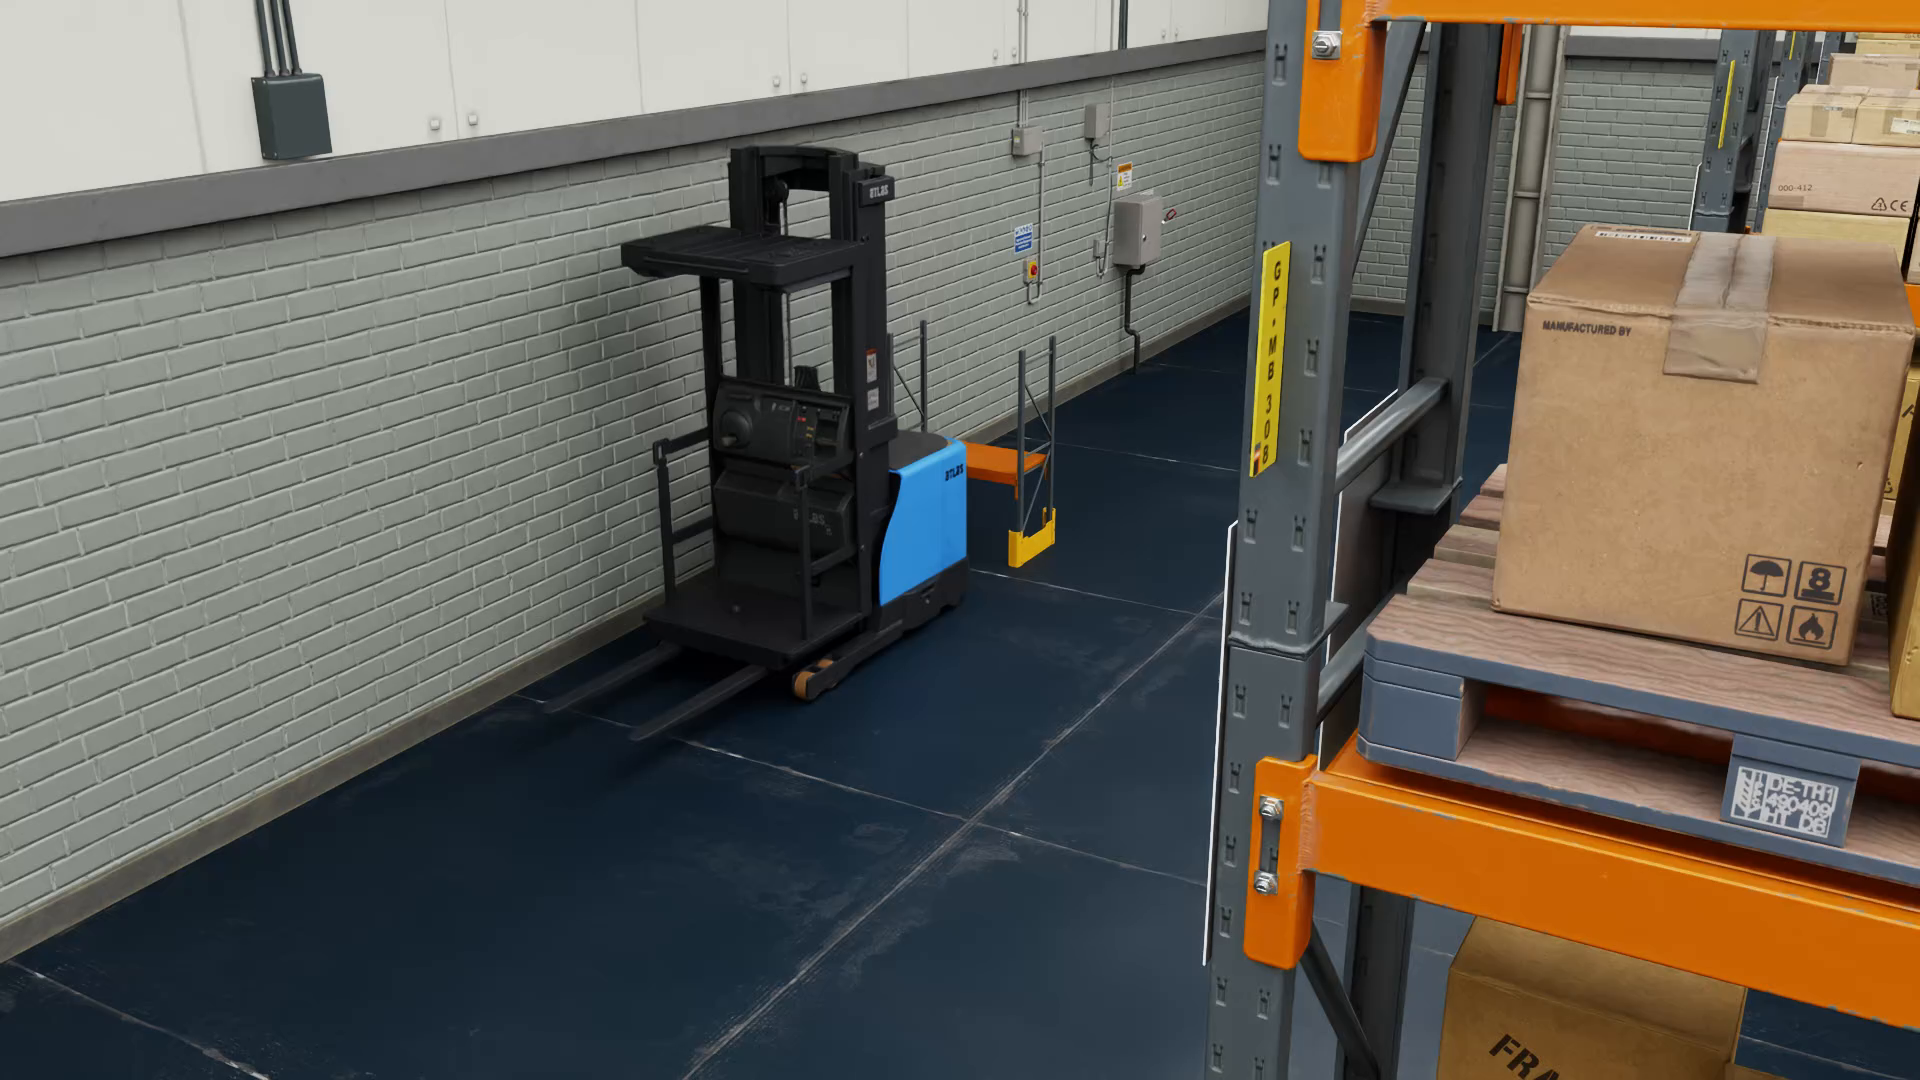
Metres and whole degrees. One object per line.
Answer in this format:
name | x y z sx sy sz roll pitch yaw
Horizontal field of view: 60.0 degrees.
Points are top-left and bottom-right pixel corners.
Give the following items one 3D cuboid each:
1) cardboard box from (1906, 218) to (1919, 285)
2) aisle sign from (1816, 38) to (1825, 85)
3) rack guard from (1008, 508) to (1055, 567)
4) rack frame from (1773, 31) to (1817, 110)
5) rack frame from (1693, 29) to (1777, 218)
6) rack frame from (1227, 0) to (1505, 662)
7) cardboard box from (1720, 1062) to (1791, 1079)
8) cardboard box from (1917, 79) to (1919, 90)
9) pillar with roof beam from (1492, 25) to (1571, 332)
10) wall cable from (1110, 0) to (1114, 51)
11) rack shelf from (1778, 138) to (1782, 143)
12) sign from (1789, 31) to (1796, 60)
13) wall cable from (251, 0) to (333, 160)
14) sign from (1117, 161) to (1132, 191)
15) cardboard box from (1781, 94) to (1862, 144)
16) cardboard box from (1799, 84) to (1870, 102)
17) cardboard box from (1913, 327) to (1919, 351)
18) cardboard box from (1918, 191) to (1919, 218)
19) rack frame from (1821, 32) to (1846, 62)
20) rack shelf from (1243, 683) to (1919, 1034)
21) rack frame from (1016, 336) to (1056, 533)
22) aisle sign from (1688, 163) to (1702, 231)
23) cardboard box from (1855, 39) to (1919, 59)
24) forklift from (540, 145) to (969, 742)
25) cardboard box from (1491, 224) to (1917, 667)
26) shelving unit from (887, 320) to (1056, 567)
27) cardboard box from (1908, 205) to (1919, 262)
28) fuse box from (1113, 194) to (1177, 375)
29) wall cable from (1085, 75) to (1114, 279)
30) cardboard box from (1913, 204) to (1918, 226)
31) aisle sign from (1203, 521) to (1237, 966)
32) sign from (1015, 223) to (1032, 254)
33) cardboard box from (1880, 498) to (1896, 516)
cardboard box | 3.951 -1.122 6.381 0.500 0.250 0.500 12 23 29
aisle sign | 7.767 -4.137 15.059 0.004 0.787 0.394 11 23 27
rack guard | 0.501 -0.022 11.559 0.087 0.250 0.587 11 23 27
rack frame | 5.552 -4.333 10.614 0.127 3.000 1.000 11 23 27
rack frame | 3.226 -2.843 6.505 0.127 3.000 1.000 11 23 27
rack frame | 0.719 -1.383 2.481 0.127 3.000 1.000 11 23 27
cardboard box | 1.443 1.259 2.680 0.500 0.500 0.500 10 22 26
cardboard box | 6.394 -2.955 10.820 0.250 0.149 0.380 9 22 23
pillar with roof beam | 3.956 -5.246 13.132 0.400 9.000 9.100 11 23 27
wall cable | 0.818 -5.419 13.606 0.029 3.000 2.355 11 23 27
rack shelf | 7.298 -2.252 10.331 4.000 0.370 1.077 11 23 27
sign | 5.276 -3.207 10.510 0.005 0.325 0.100 11 23 27
wall cable | -2.537 -4.862 7.353 0.120 5.999 2.277 11 23 27
sign | 1.562 -3.451 15.769 0.001 0.242 0.339 11 23 27
cardboard box | 3.398 -1.663 6.553 0.250 0.149 0.380 11 22 27
cardboard box | 3.660 -1.817 6.978 0.250 0.149 0.380 11 22 27
cardboard box | 4.189 -0.593 7.052 0.500 0.500 0.500 10 22 25
cardboard box | 3.939 -1.360 6.304 0.500 0.250 0.500 10 22 27
rack frame | 7.969 -5.811 14.689 0.127 3.000 1.000 11 23 27
rack shelf | 2.465 0.698 2.198 4.000 0.370 1.077 11 23 27
rack frame | 0.518 -0.606 11.337 0.032 1.500 0.500 11 23 27
aisle sign | 3.016 -1.167 6.872 0.004 0.787 0.394 11 23 27
cardboard box | 8.223 -4.315 14.748 0.500 0.250 0.500 11 22 27
forklift | -1.138 -0.652 9.364 1.130 2.935 3.031 12 23 29
cardboard box | 1.199 -0.194 2.692 0.500 0.500 0.700 9 22 24
shelving unit | 0.067 -0.692 11.574 1.083 1.500 0.587 11 23 27
cardboard box | 4.201 -1.282 6.823 0.500 0.250 0.500 11 23 27
fuse box | 1.770 -2.439 16.080 0.414 1.711 0.539 11 23 27
wall cable | 1.299 -3.345 15.199 0.122 1.984 0.588 11 23 27
cardboard box | 6.161 -2.094 10.674 0.250 0.149 0.380 12 23 29
aisle sign | 0.510 0.293 2.847 0.004 0.787 0.394 11 23 27
sign | 0.541 -2.566 14.145 0.001 0.218 0.327 11 23 27
cardboard box | 3.963 0.029 6.803 0.500 0.500 0.500 11 23 27
